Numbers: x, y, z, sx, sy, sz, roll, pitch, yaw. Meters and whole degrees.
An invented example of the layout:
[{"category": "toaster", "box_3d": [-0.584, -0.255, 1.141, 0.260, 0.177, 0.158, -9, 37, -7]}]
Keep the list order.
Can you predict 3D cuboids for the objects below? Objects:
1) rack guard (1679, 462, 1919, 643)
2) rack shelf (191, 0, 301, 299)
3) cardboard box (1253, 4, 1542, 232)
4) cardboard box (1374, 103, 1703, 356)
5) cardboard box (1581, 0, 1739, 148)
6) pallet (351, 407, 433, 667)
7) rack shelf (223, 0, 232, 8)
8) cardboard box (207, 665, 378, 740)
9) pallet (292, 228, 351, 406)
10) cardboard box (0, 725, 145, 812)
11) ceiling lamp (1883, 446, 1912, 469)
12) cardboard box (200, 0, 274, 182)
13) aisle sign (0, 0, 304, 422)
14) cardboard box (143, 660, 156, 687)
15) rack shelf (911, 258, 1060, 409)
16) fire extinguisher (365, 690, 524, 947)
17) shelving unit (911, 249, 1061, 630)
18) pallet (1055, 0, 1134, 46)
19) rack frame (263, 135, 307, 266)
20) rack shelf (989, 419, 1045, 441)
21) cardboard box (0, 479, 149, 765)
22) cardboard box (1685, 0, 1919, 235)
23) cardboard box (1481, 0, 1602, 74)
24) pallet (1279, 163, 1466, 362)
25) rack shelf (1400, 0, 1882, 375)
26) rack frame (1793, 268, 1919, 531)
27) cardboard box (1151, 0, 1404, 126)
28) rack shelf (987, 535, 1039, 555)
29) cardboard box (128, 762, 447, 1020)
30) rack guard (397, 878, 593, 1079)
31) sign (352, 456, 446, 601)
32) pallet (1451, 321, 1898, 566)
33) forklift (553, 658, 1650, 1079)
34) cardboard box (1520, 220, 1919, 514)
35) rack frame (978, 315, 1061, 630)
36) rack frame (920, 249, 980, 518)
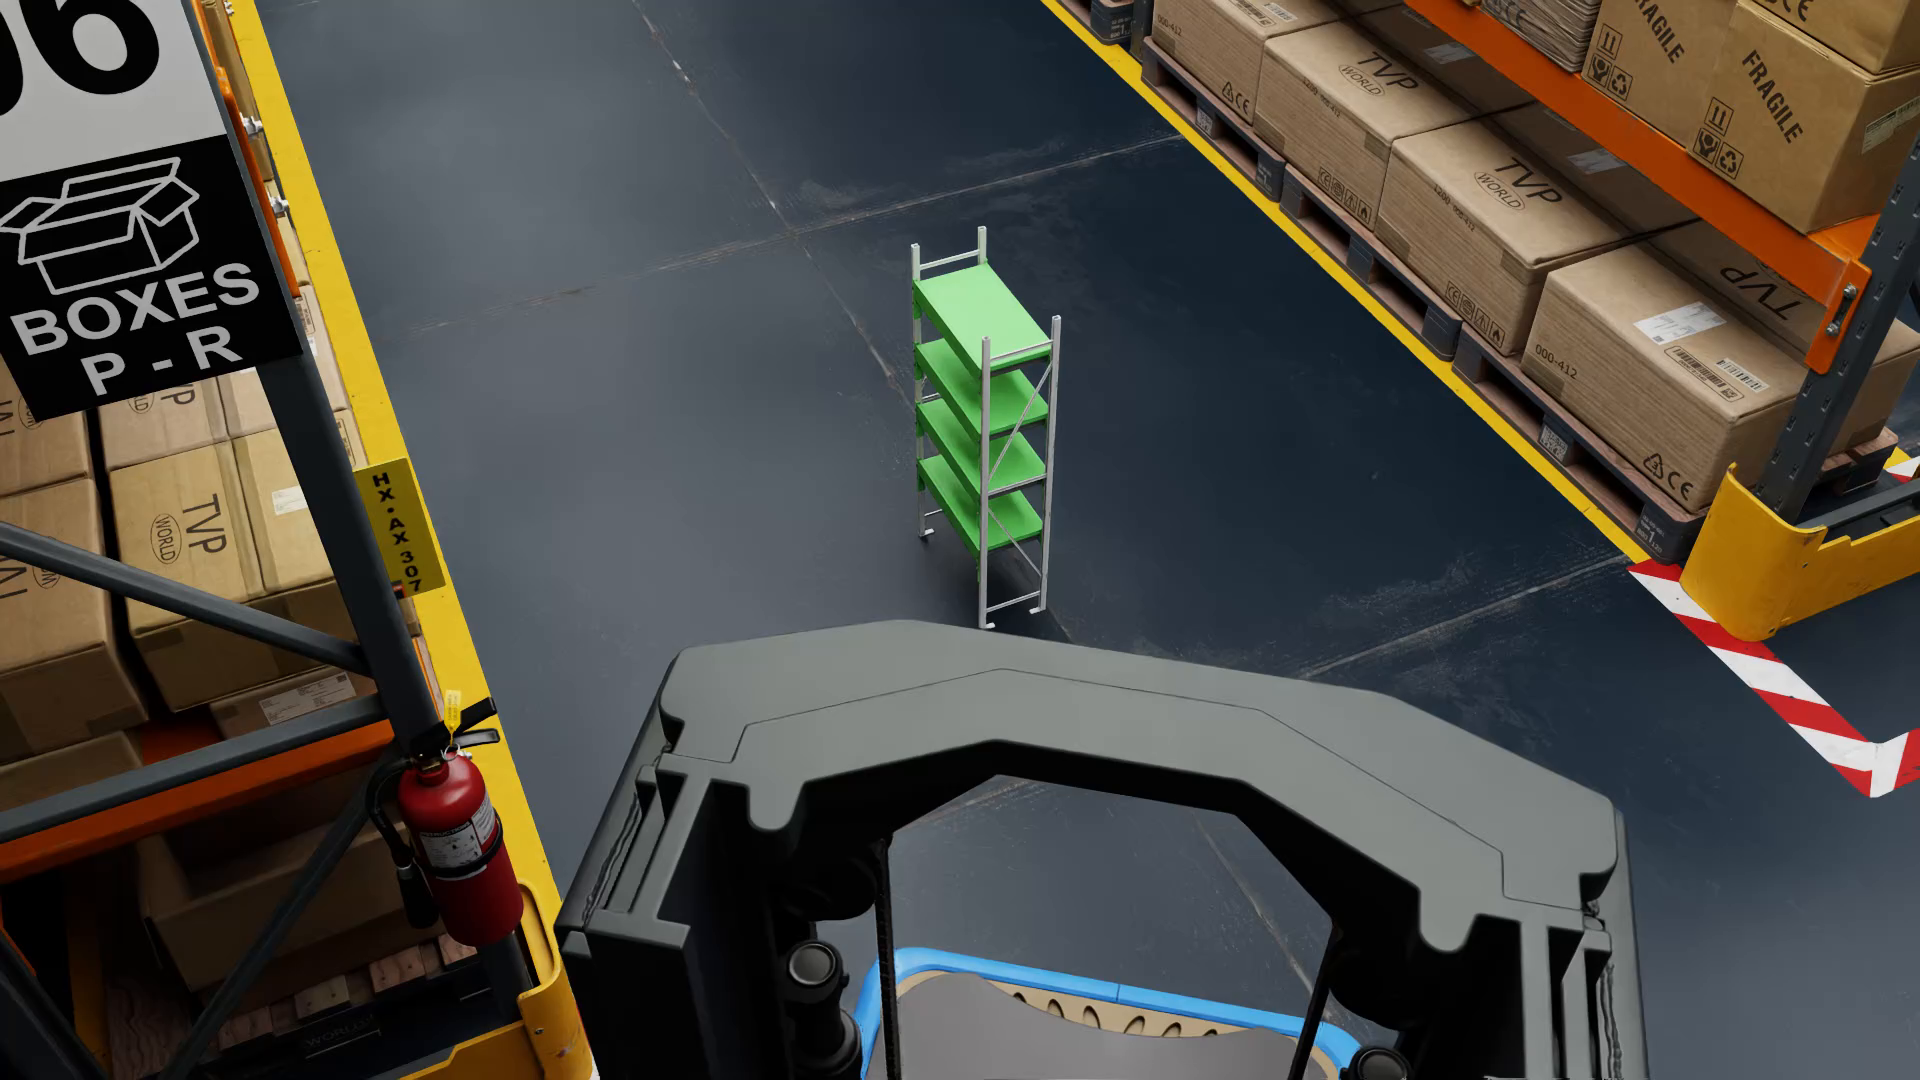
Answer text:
[{"category": "rack guard", "box_3d": [3.004, -0.111, 5.506, 1.175, 0.500, 0.348, -18, 47, -17]}, {"category": "rack shelf", "box_3d": [-2.349, -1.634, 3.647, 1.077, 0.370, 4.000, -18, 47, -17]}, {"category": "cardboard box", "box_3d": [1.855, -1.800, 6.964, 0.875, 0.438, 0.875, -19, 48, -19]}, {"category": "cardboard box", "box_3d": [2.233, -1.225, 6.381, 0.875, 0.438, 0.875, -17, 47, -16]}, {"category": "cardboard box", "box_3d": [2.353, -1.605, 5.170, 0.500, 0.500, 0.500, -19, 48, -18]}, {"category": "pallet", "box_3d": [-2.386, 0.112, 5.486, 1.003, 0.211, 1.213, -18, 47, -17]}, {"category": "rack shelf", "box_3d": [-4.031, -3.115, 7.284, 1.077, 0.370, 4.000, -18, 47, -17]}, {"category": "cardboard box", "box_3d": [-1.398, 0.251, 3.539, 0.380, 0.149, 0.250, -18, 48, -18]}, {"category": "pallet", "box_3d": [-2.903, -0.666, 6.275, 1.003, 0.211, 1.213, -18, 47, -17]}, {"category": "cardboard box", "box_3d": [-1.891, 0.410, 3.378, 0.380, 0.149, 0.250, -19, 48, -18]}, {"category": "ceiling lamp", "box_3d": [2.675, -1.378, 7.146, 0.159, 0.001, 3.459, -18, 47, -17]}, {"category": "cardboard box", "box_3d": [-2.086, -1.192, 4.183, 0.500, 0.500, 0.500, -17, 47, -16]}, {"category": "aisle sign", "box_3d": [-1.213, -0.516, 2.287, 0.394, 0.787, 0.004, -18, 47, -17]}, {"category": "cardboard box", "box_3d": [-1.942, 0.230, 3.560, 0.380, 0.149, 0.250, -17, 47, -16]}, {"category": "rack shelf", "box_3d": [0.070, -0.618, 4.929, 0.258, 0.148, 0.480, -18, 47, -17]}, {"category": "fire extinguisher", "box_3d": [-1.027, 0.570, 3.358, 0.296, 0.674, 0.183, -18, 47, -17]}, {"category": "shelving unit", "box_3d": [4.177, -4.790, 9.751, 13.061, 1.200, 8.595, -18, 47, -17]}, {"category": "pallet", "box_3d": [0.919, -3.042, 8.683, 1.003, 0.211, 1.213, -18, 47, -17]}, {"category": "rack frame", "box_3d": [-3.190, -2.097, 5.739, 1.000, 3.000, 0.127, -18, 47, -17]}, {"category": "rack shelf", "box_3d": [0.070, -0.467, 5.078, 0.199, 0.029, 0.442, -18, 47, -17]}, {"category": "cardboard box", "box_3d": [-1.943, 0.185, 3.322, 0.500, 0.250, 0.500, -17, 47, -16]}, {"category": "cardboard box", "box_3d": [2.551, -1.281, 4.841, 0.500, 0.500, 0.500, -18, 47, -17]}, {"category": "cardboard box", "box_3d": [2.128, -1.930, 5.499, 0.500, 0.500, 0.500, -17, 47, -16]}, {"category": "pallet", "box_3d": [2.077, -1.286, 6.903, 1.003, 0.211, 1.213, -18, 47, -17]}, {"category": "rack shelf", "box_3d": [2.153, -2.034, 6.188, 1.077, 0.370, 4.000, -18, 47, -17]}, {"category": "rack frame", "box_3d": [2.990, -1.015, 4.643, 0.949, 2.616, 0.053, -18, 47, -17]}, {"category": "cardboard box", "box_3d": [1.478, -2.371, 7.542, 0.875, 0.438, 0.875, -19, 48, -18]}, {"category": "rack shelf", "box_3d": [0.070, -0.126, 5.415, 0.199, 0.029, 0.442, -18, 47, -17]}, {"category": "cardboard box", "box_3d": [-1.680, 0.774, 4.309, 0.797, 0.503, 0.637, -20, 48, -19]}, {"category": "rack guard", "box_3d": [-1.540, 1.294, 4.083, 1.175, 0.500, 0.348, -18, 47, -17]}, {"category": "sign", "box_3d": [-1.016, -0.016, 3.014, 0.100, 0.325, 0.005, -18, 47, -17]}, {"category": "pallet", "box_3d": [2.586, -0.510, 6.116, 1.003, 0.211, 1.213, -18, 47, -17]}, {"category": "forklift", "box_3d": [3.520, -0.012, 3.738, 7.012, 2.843, 9.132, 8, 45, 8]}, {"category": "cardboard box", "box_3d": [2.625, -0.645, 5.793, 0.875, 0.438, 0.875, -20, 48, -19]}, {"category": "rack frame", "box_3d": [0.172, -0.166, 5.064, 0.240, 1.200, 0.015, -18, 47, -17]}, {"category": "rack frame", "box_3d": [-0.034, -0.477, 5.379, 0.228, 1.046, 0.006, -18, 47, -17]}]
